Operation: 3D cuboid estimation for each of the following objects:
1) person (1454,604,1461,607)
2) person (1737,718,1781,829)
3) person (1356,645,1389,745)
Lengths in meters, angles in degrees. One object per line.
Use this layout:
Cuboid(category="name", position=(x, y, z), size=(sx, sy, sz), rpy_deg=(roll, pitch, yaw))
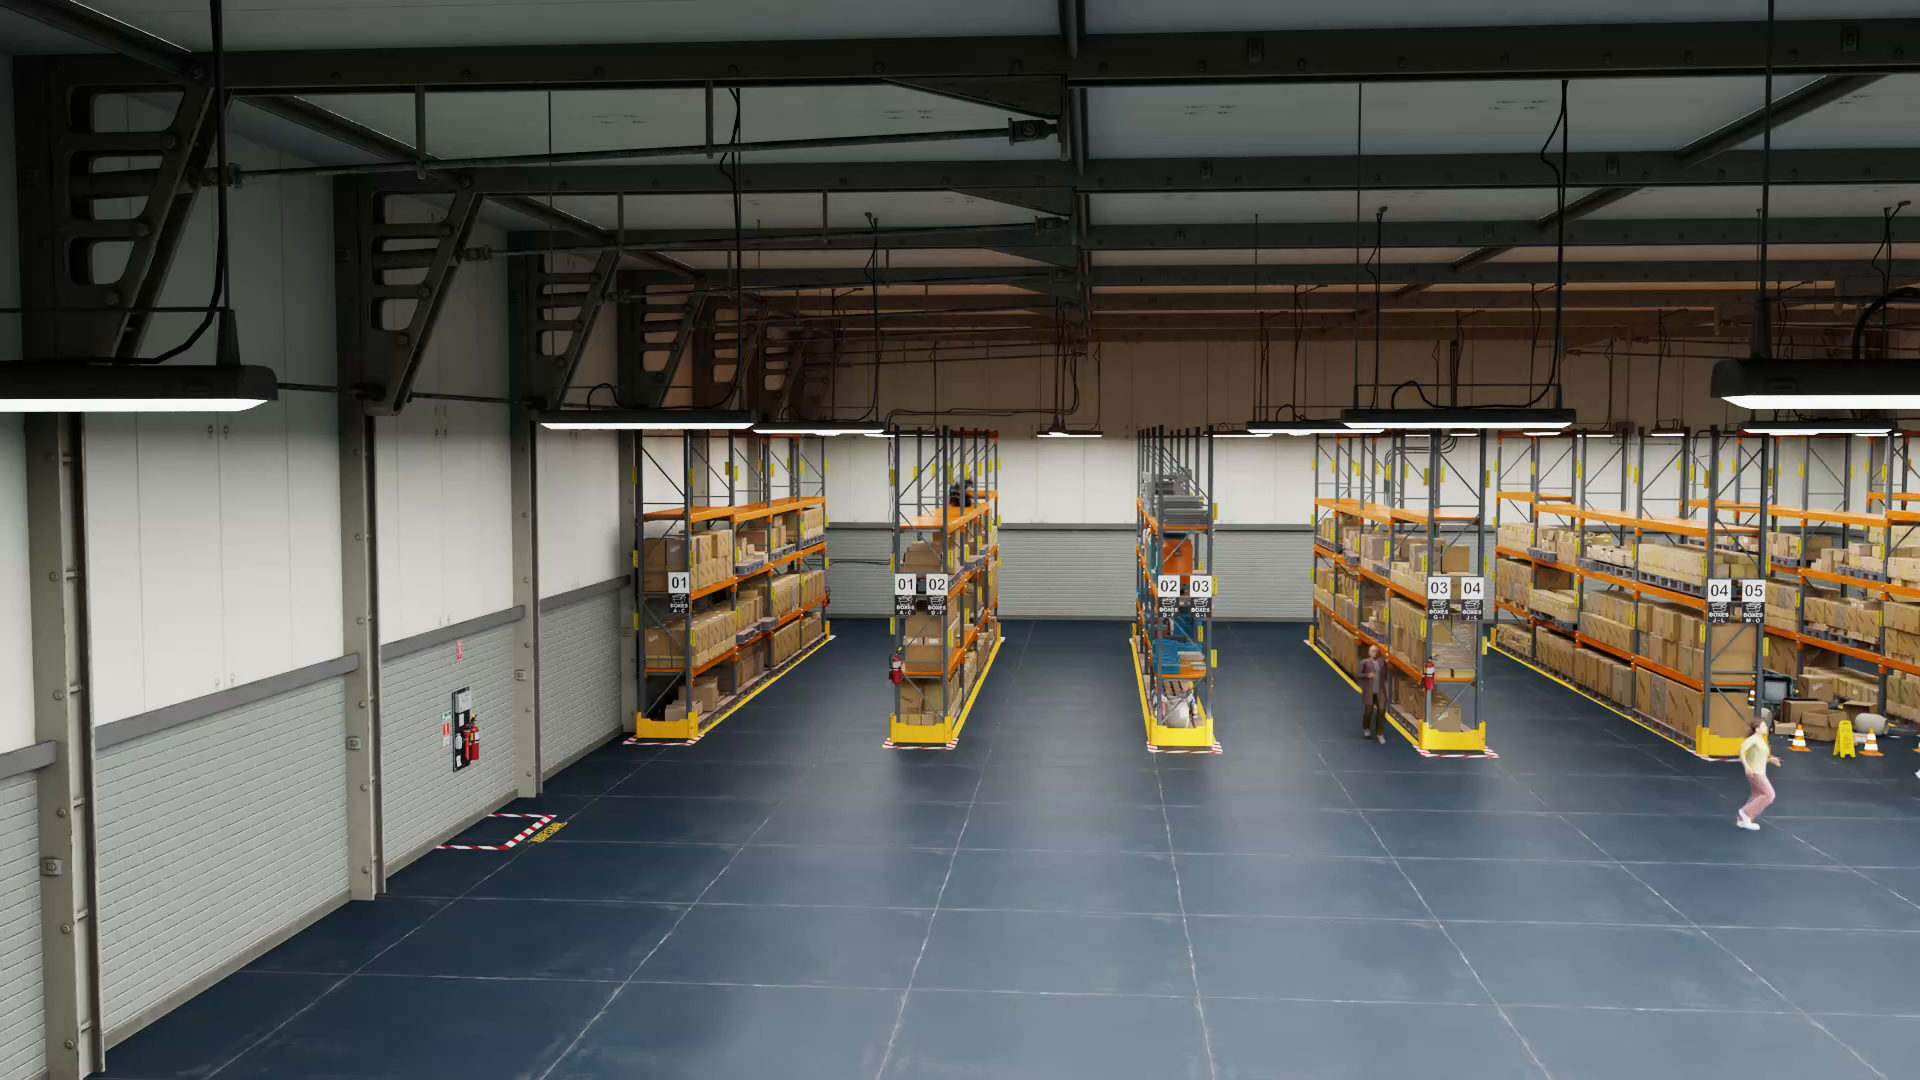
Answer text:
Cuboid(category="person", position=(13.476, 2.234, 44.439), size=(0.601, 1.636, 0.798), rpy_deg=(0, 3, 8))
Cuboid(category="person", position=(11.725, 3.430, 24.408), size=(0.549, 1.637, 0.587), rpy_deg=(2, 4, 34))
Cuboid(category="person", position=(7.865, 2.918, 31.609), size=(0.694, 1.828, 0.839), rpy_deg=(0, 3, -1))
